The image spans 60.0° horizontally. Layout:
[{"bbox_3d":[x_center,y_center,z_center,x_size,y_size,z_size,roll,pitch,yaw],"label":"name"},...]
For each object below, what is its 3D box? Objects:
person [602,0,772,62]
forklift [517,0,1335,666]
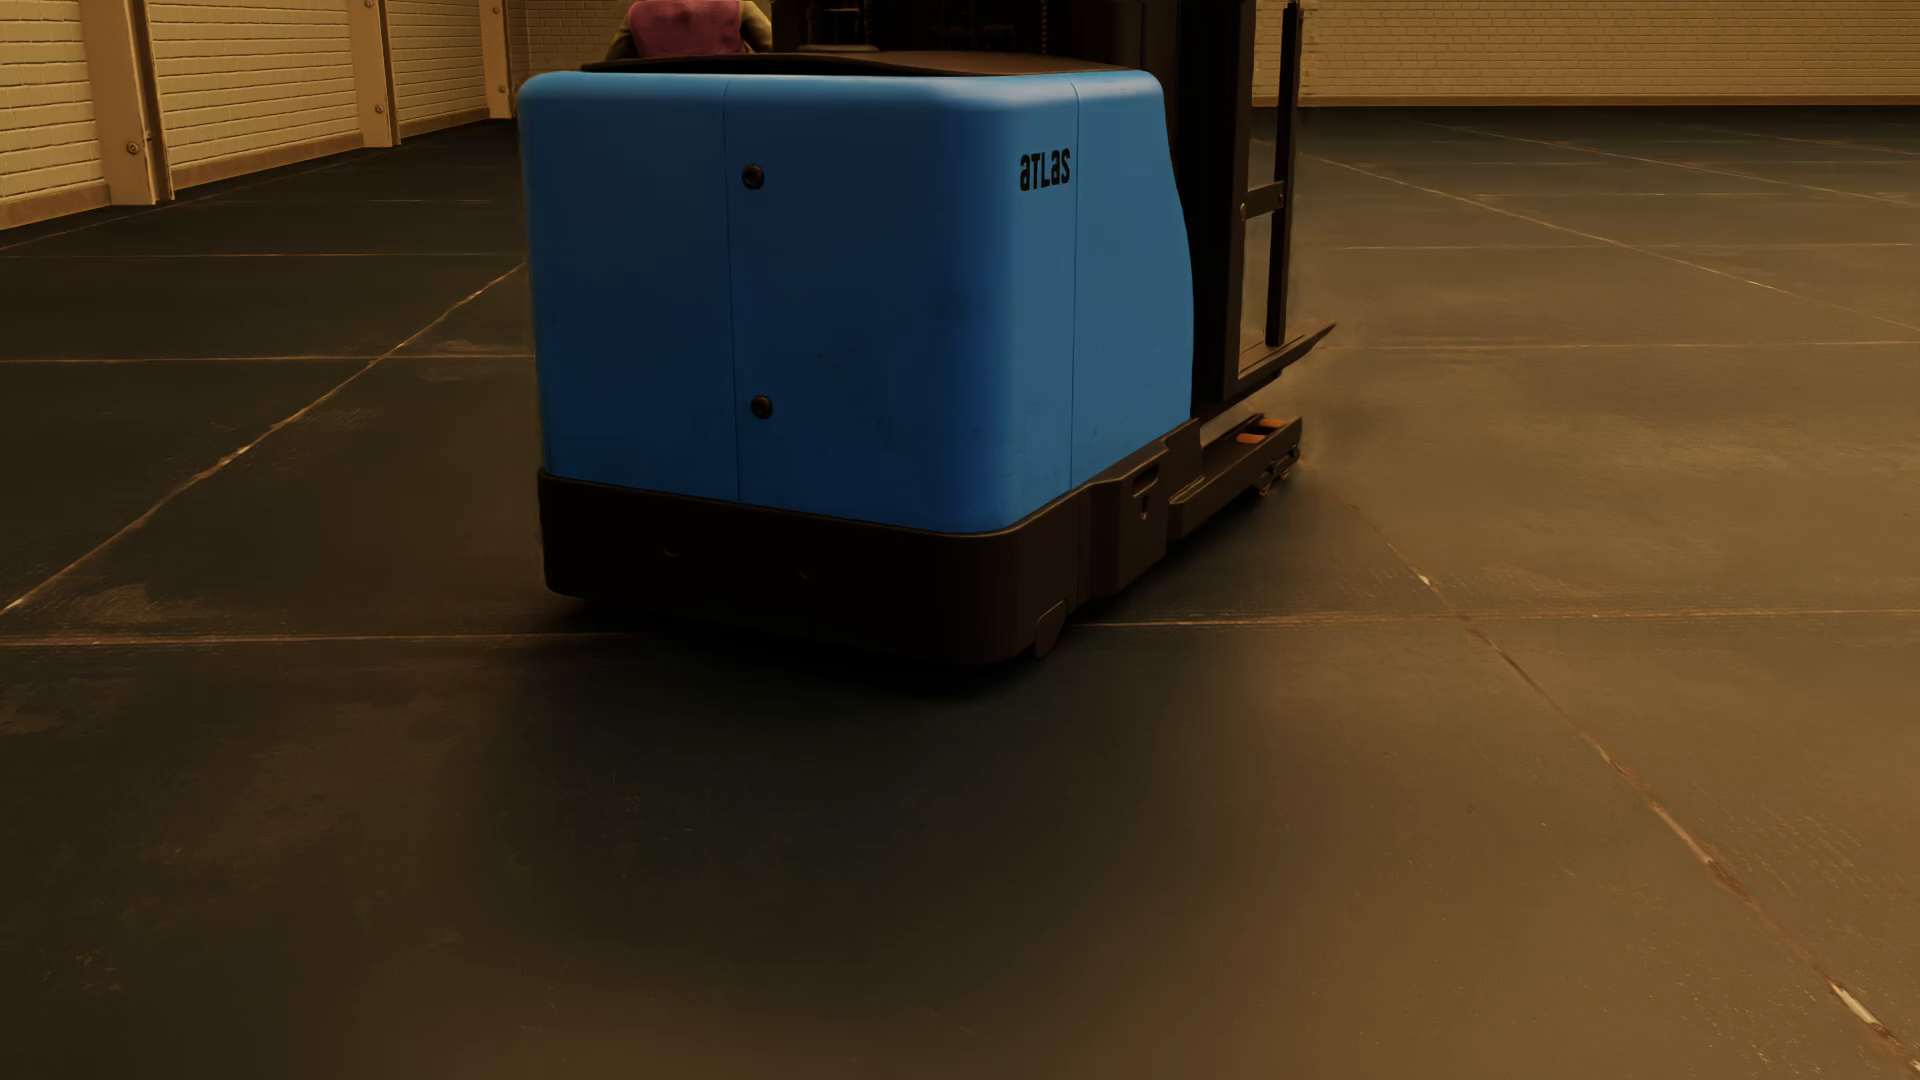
[{"bbox_3d":[-0.697,-1.096,5.065,0.808,1.529,0.615,-1,17,-3],"label":"person"},{"bbox_3d":[0.265,-1.563,4.019,1.130,2.935,3.031,8,19,25],"label":"forklift"}]
